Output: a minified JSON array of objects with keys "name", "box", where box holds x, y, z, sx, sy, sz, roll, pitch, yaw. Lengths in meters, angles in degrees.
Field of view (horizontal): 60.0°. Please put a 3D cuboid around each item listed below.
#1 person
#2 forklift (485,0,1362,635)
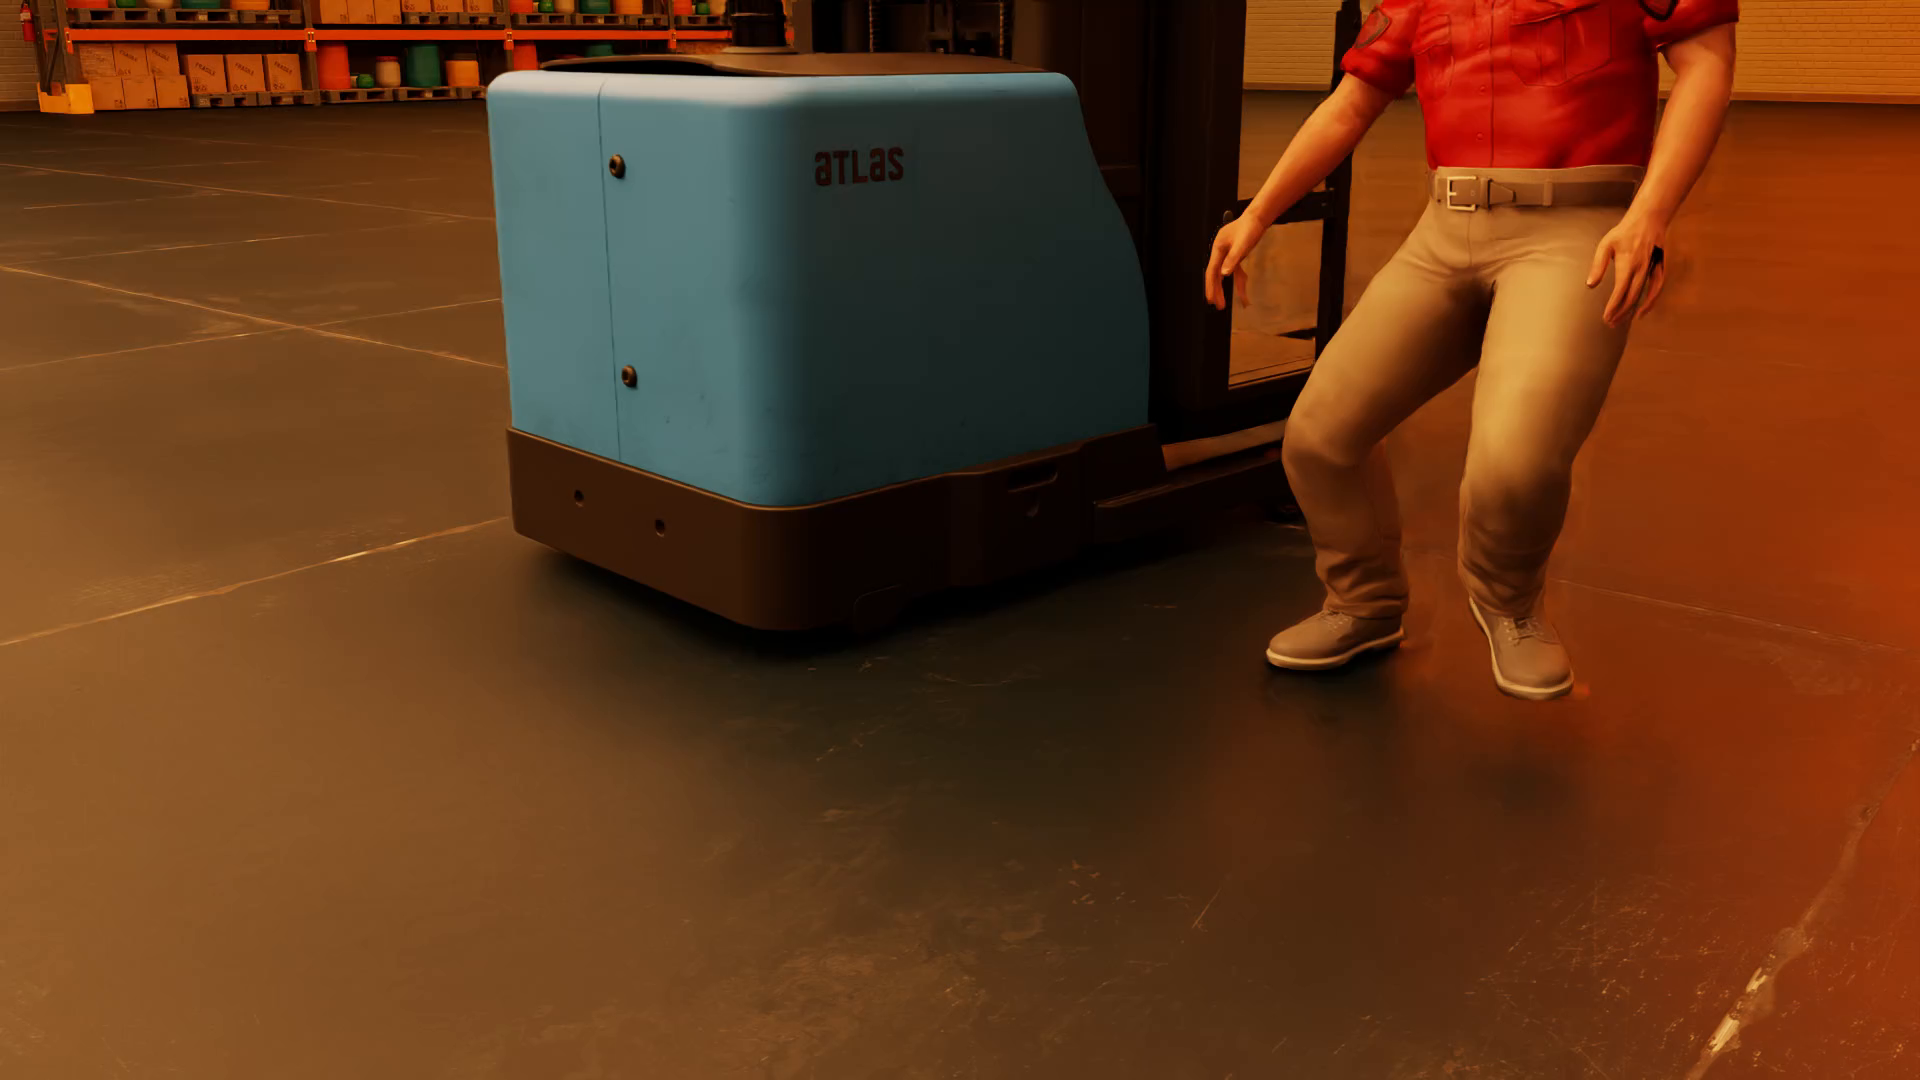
[{"name":"person","box":[0.843,-0.501,2.789,0.506,1.623,0.776,-12,20,-34]},{"name":"forklift","box":[0.394,-1.562,4.043,3.031,2.935,1.130,-16,23,-41]}]
